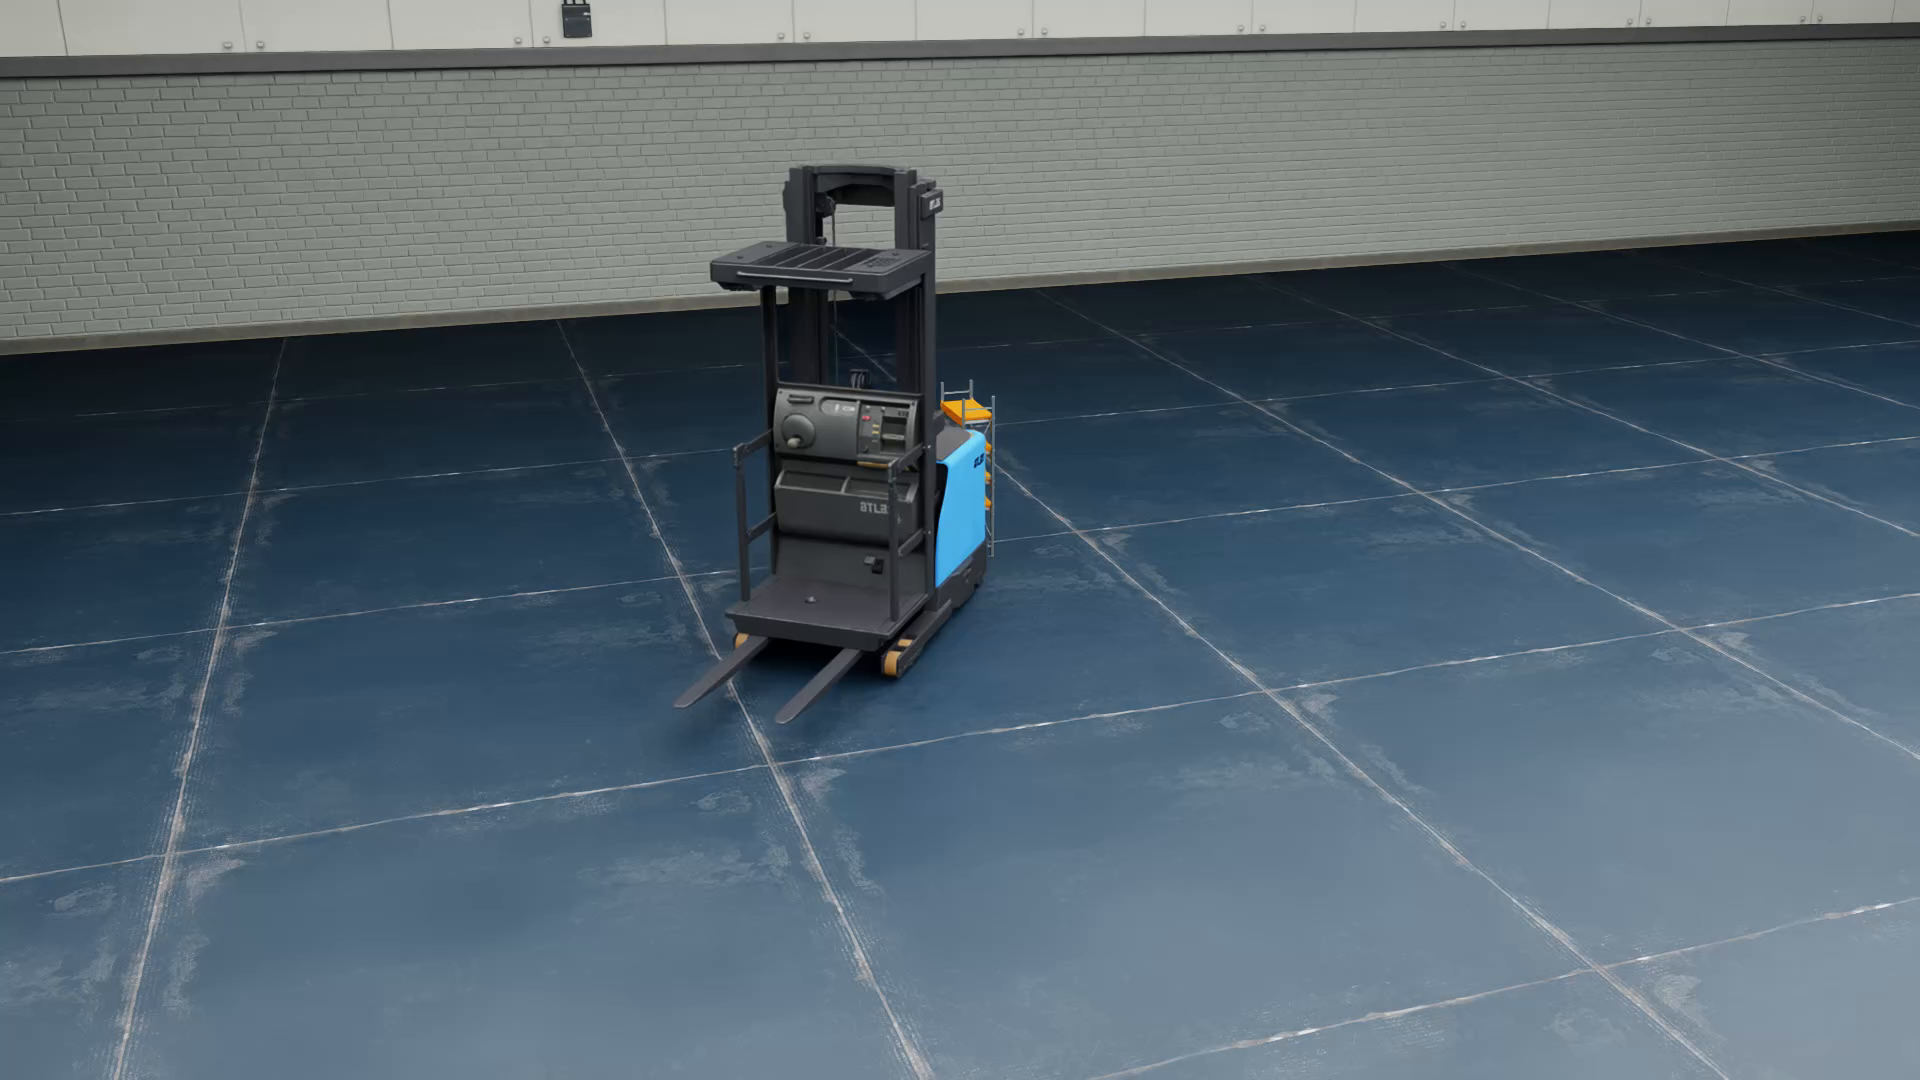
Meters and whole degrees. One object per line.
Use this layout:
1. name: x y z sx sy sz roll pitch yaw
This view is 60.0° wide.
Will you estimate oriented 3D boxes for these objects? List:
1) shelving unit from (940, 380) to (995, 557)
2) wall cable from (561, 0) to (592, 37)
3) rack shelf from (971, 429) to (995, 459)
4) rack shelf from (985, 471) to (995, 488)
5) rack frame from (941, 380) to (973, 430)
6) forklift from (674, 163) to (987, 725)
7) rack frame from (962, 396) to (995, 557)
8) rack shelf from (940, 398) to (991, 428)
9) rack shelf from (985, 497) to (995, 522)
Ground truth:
1. shelving unit: 0.052 -0.512 12.066 0.258 1.200 0.503 -6 21 -17
2. wall cable: -3.354 -8.603 18.026 2.305 6.003 0.169 -6 21 -17
3. rack shelf: 0.052 -0.659 12.013 0.258 0.148 0.480 -6 21 -17
4. rack shelf: 0.052 -0.448 12.089 0.258 0.148 0.480 -6 21 -17
5. rack frame: -0.025 -0.590 12.284 0.240 1.200 0.015 -6 21 -17
6. forklift: -0.774 -0.696 10.019 1.130 2.935 3.031 7 21 18
7. rack frame: 0.129 -0.433 11.848 0.240 1.200 0.015 -6 21 -17
8. rack shelf: 0.052 -0.881 11.933 0.258 0.148 0.480 -6 21 -17
9. rack shelf: 0.052 -0.261 12.156 0.258 0.148 0.480 -6 21 -17
